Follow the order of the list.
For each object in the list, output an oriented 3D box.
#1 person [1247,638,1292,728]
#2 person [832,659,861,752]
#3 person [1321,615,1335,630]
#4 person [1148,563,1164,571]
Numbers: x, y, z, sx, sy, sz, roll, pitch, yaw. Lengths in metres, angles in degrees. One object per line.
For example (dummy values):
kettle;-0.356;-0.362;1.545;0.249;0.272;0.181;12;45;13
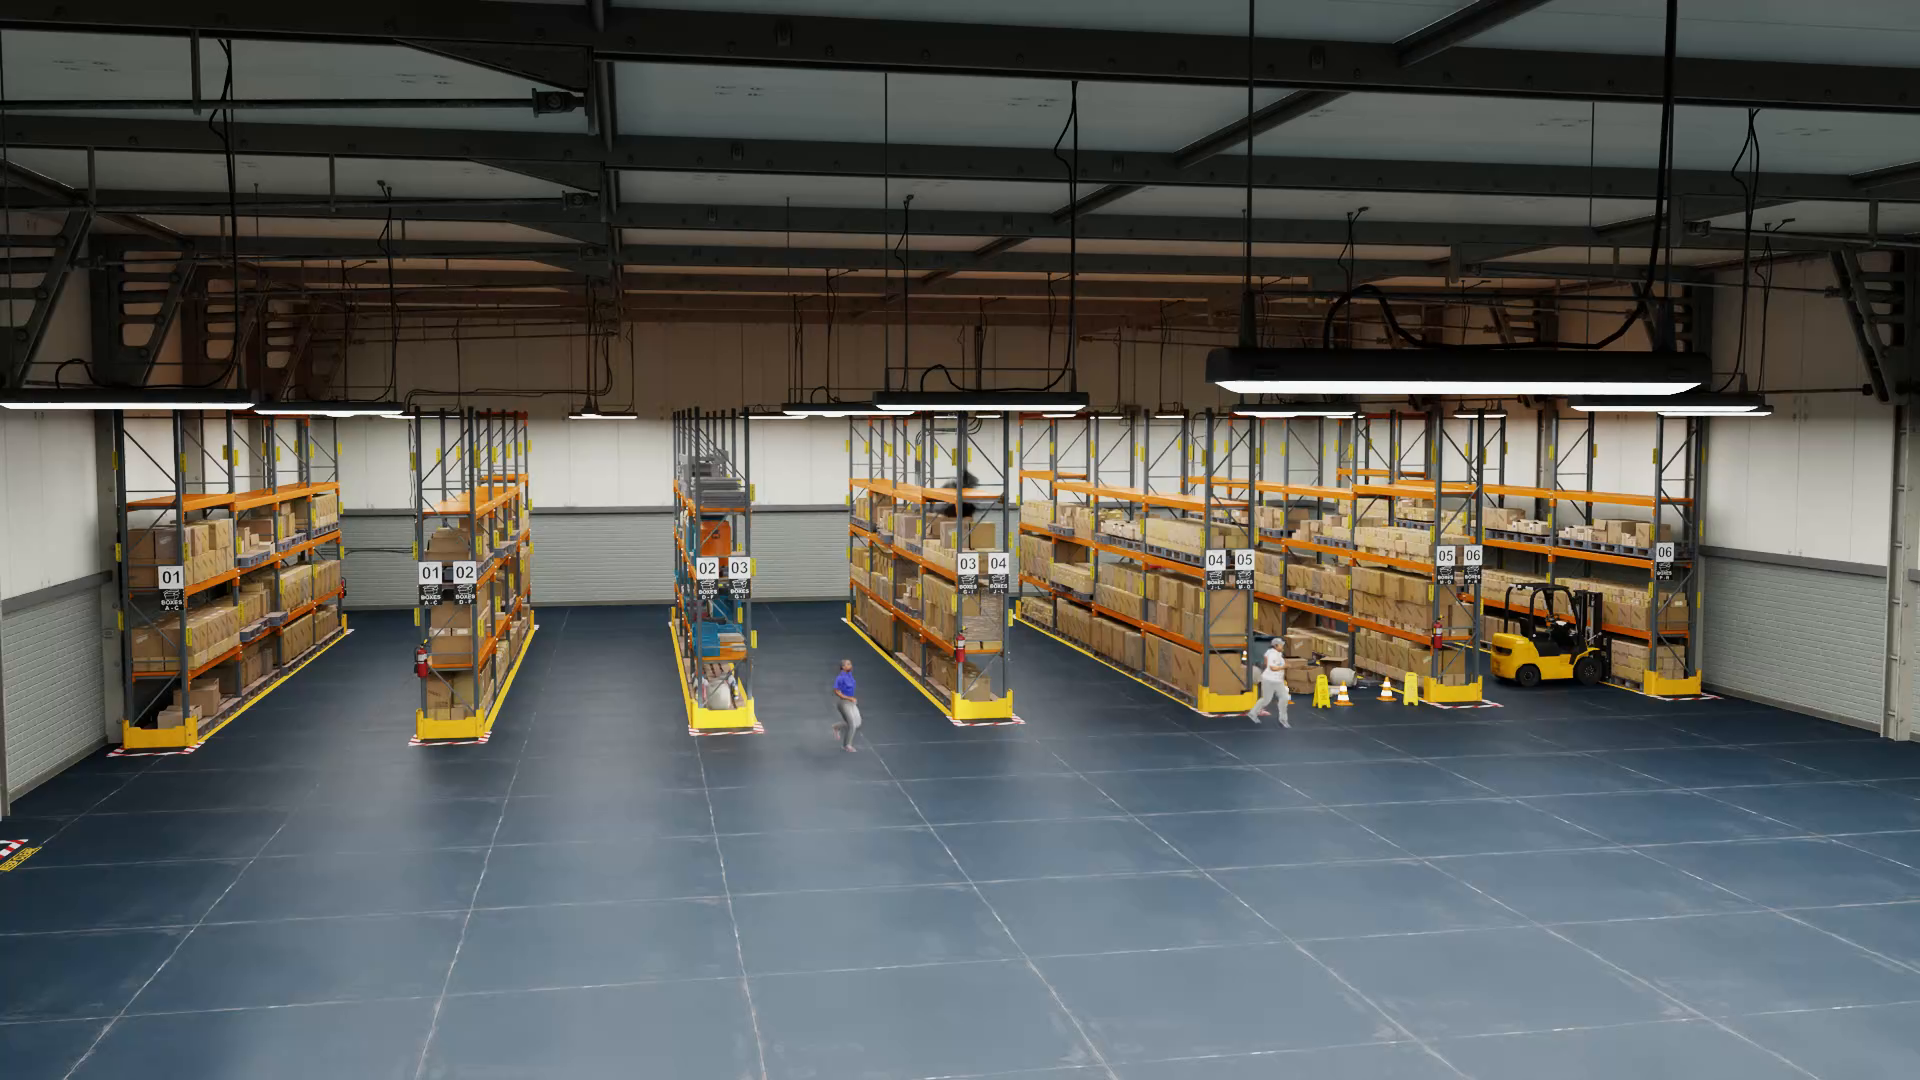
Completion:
person;5.817;2.694;31.228;0.839;1.742;0.591;2;5;26
person;-2.008;2.871;28.972;0.564;1.615;0.618;1;4;20
person;9.768;1.771;43.931;0.583;1.633;0.583;-1;4;-13
person;5.841;1.248;50.586;0.973;1.718;0.662;-2;4;-22
